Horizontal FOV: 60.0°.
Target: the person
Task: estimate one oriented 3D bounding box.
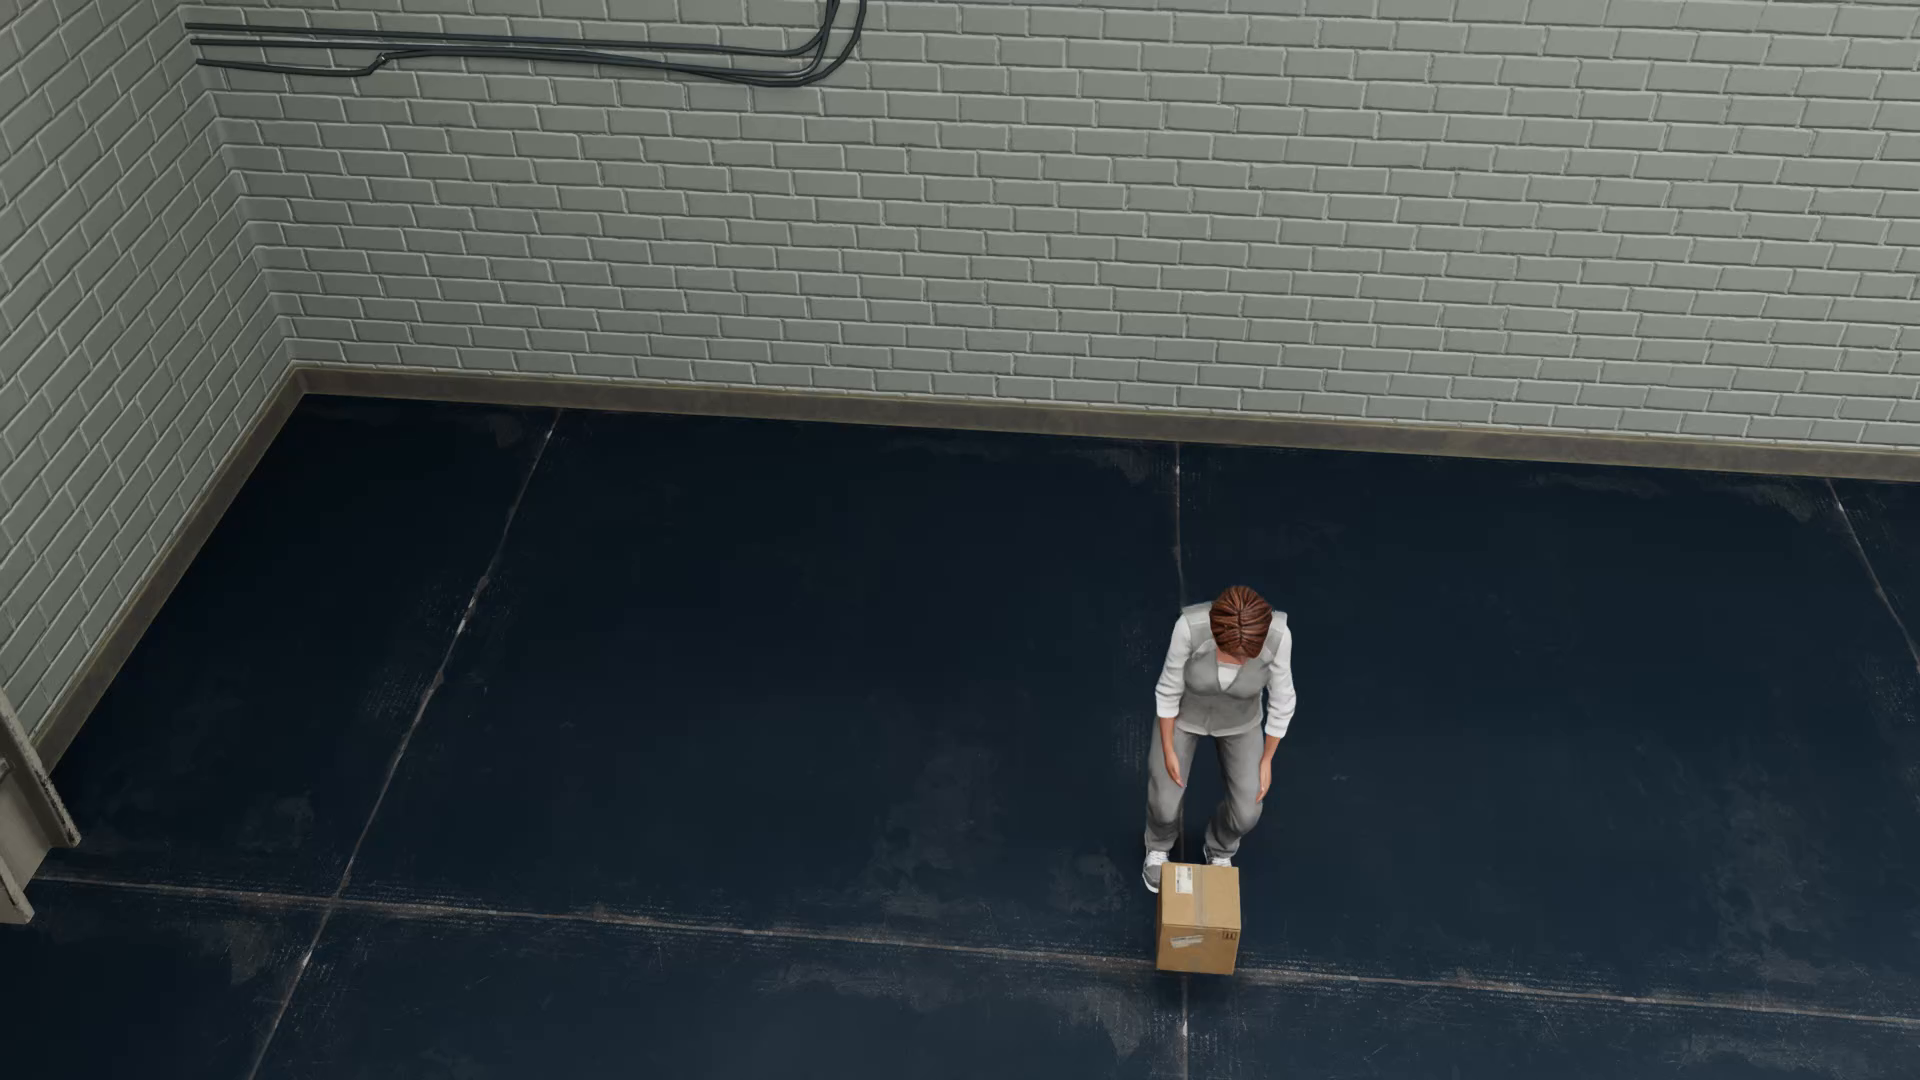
[{"bbox_3d":[0.856,0.648,5.519,0.447,1.467,0.497,4,41,5],"label":"person"}]
